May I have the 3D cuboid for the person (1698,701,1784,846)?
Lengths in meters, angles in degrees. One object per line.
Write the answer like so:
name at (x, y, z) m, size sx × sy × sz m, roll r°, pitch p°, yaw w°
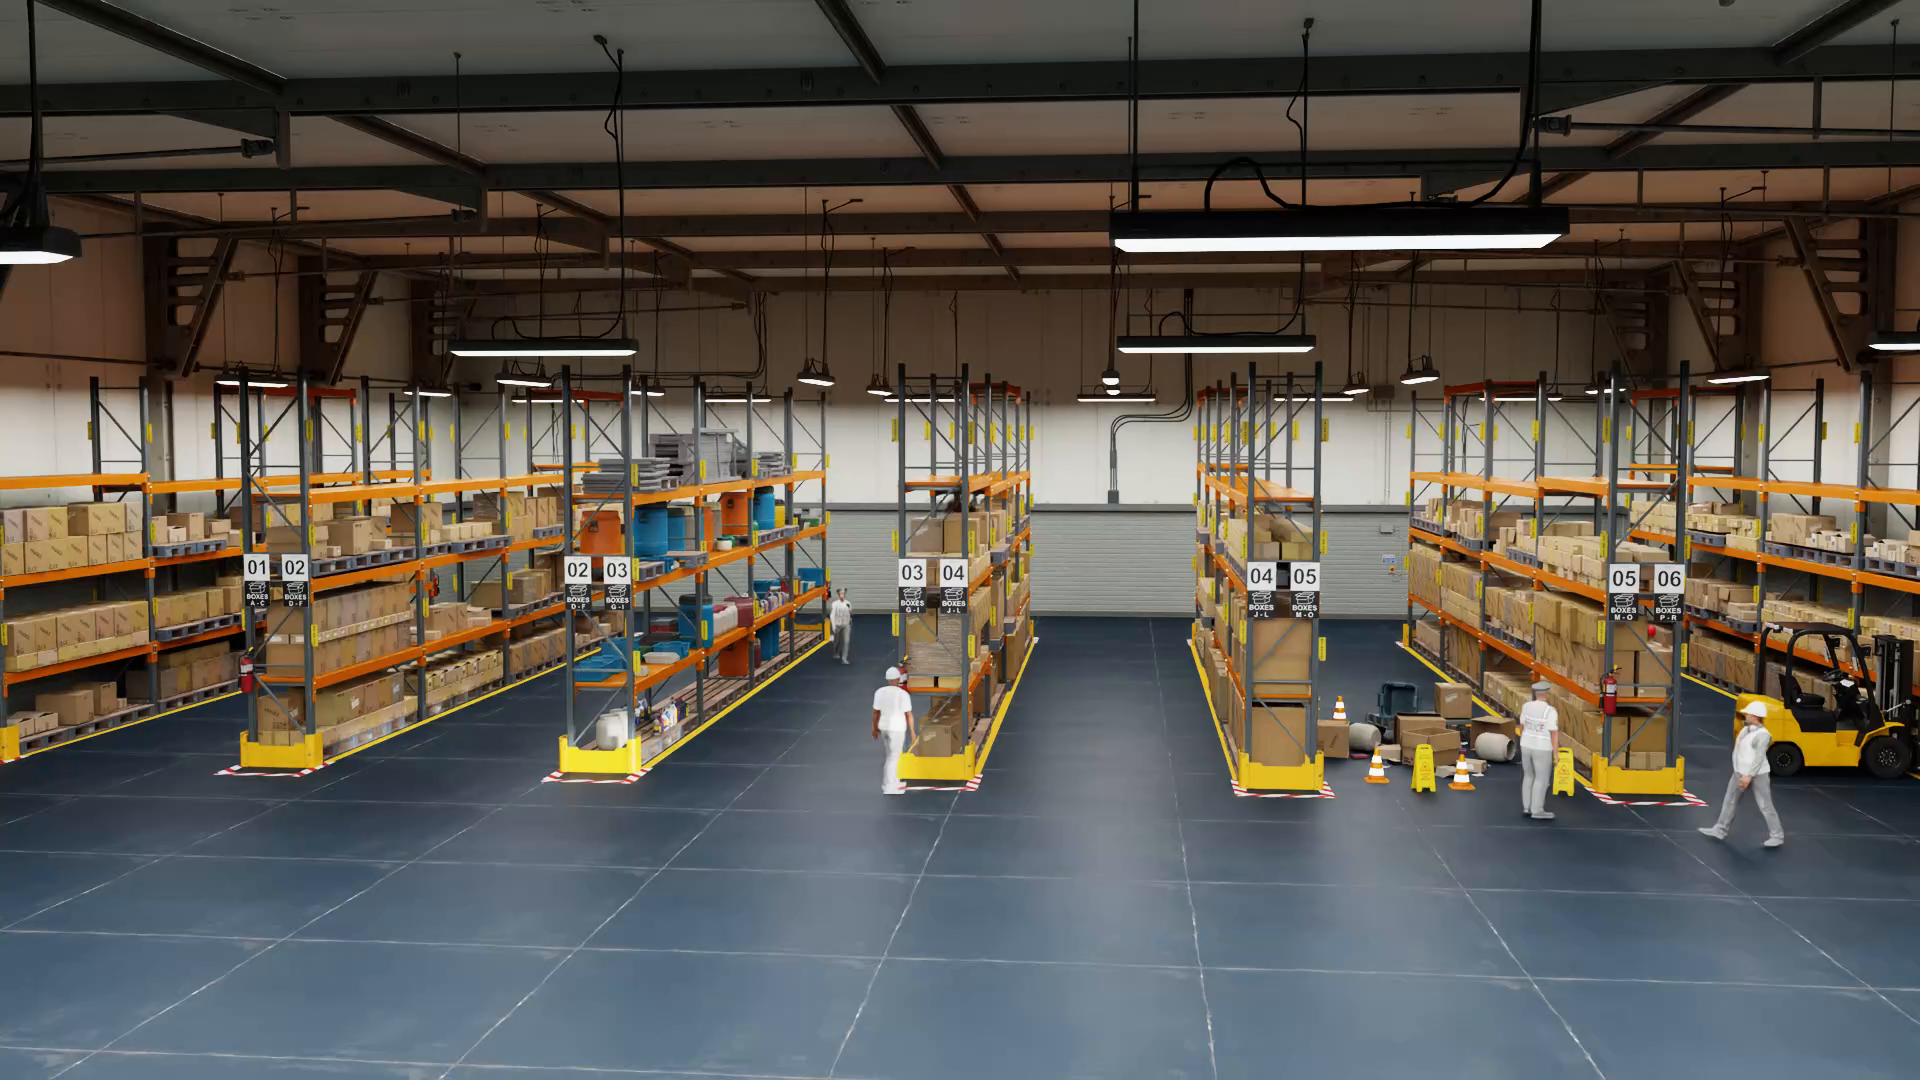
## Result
person at (9.561, 2.822, 20.251) m, size 0.803 × 1.742 × 0.660 m, roll -1°, pitch 4°, yaw -9°

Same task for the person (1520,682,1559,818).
person at (7.562, 2.743, 21.630) m, size 0.475 × 1.793 × 0.562 m, roll -2°, pitch 4°, yaw -31°

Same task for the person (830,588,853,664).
person at (-2.579, 1.851, 36.204) m, size 0.498 × 1.645 × 0.908 m, roll 0°, pitch 4°, yaw -8°

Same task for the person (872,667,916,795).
person at (-0.865, 2.636, 23.198) m, size 0.608 × 1.756 × 0.643 m, roll -3°, pitch 5°, yaw -39°

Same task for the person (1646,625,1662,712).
person at (11.457, 2.320, 27.776) m, size 0.621 × 1.817 × 0.542 m, roll 0°, pitch 4°, yaw 2°
